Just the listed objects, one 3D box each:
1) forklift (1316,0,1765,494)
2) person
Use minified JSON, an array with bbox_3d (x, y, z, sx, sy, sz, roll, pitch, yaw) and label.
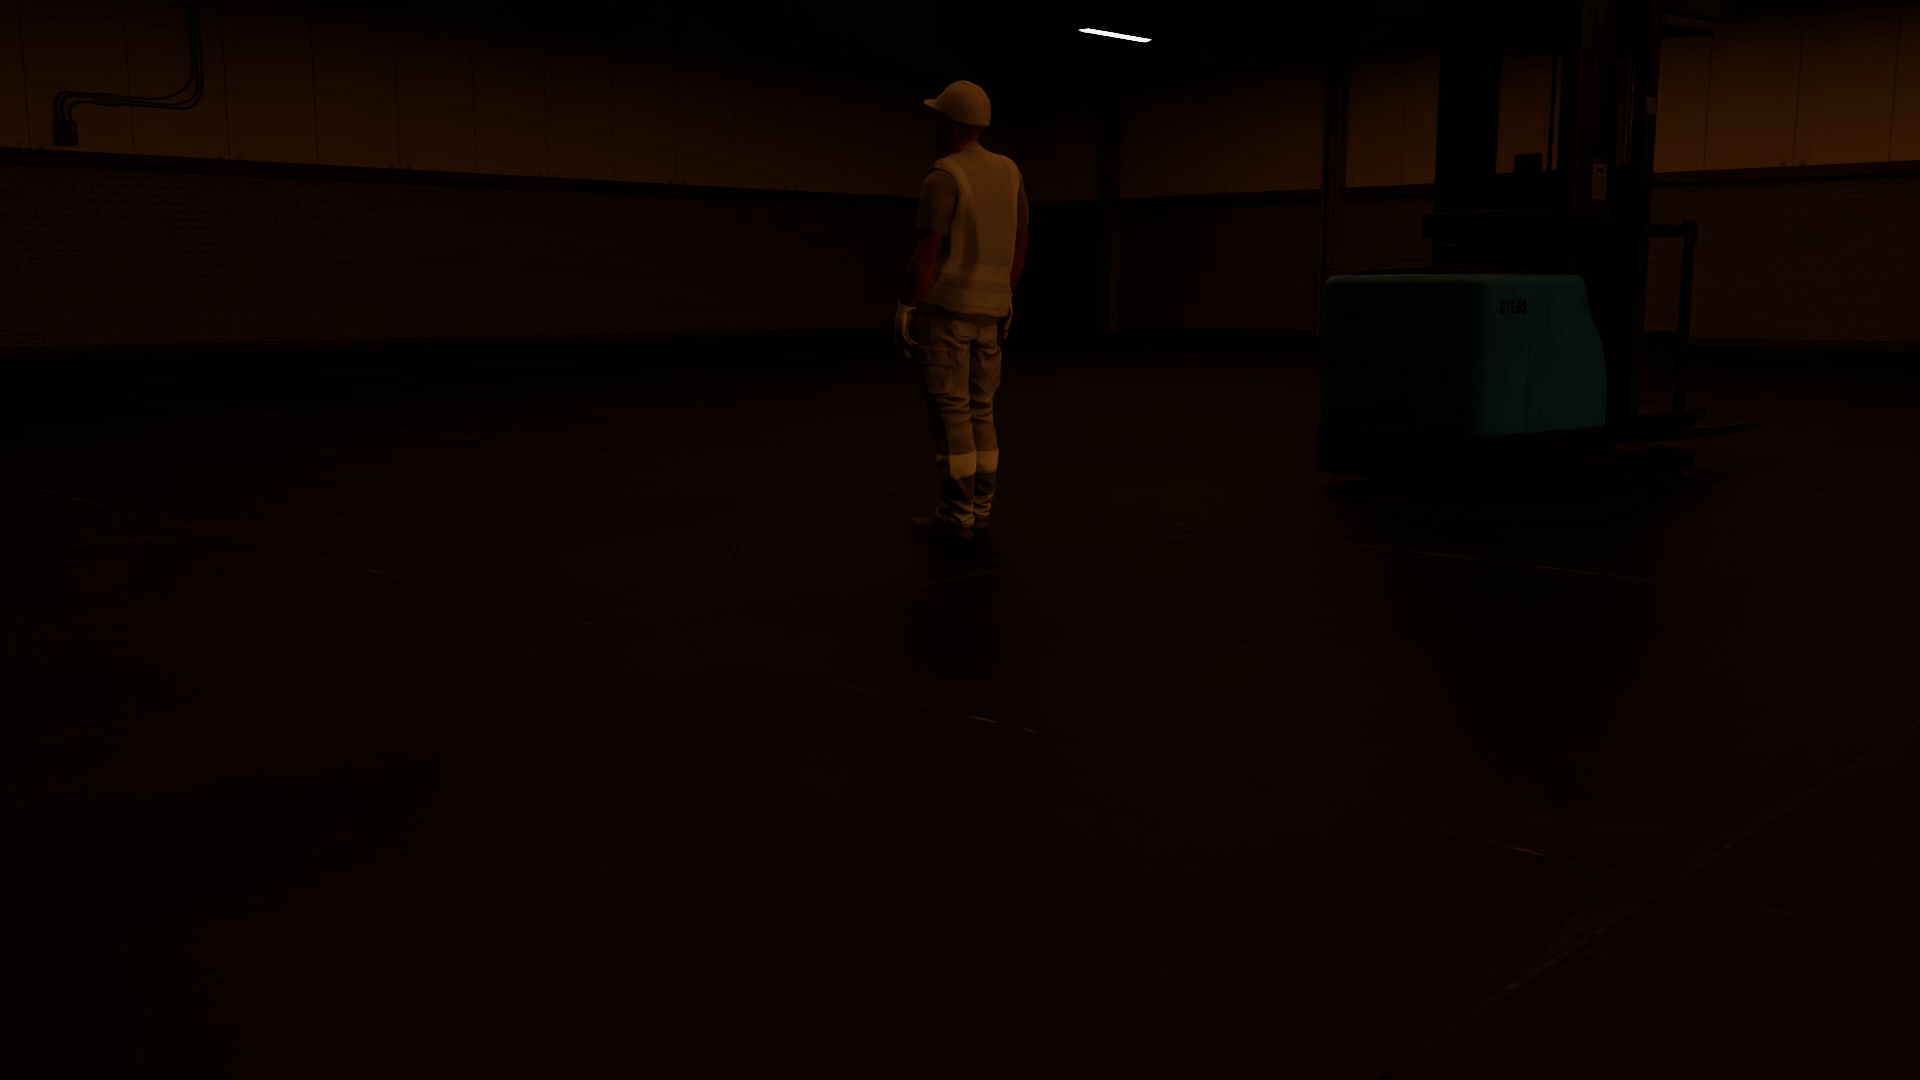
[{"bbox_3d":[3.337,-1.821,8.969,3.031,2.935,1.130,-6,11,-37],"label":"forklift"},{"bbox_3d":[-0.049,-0.902,6.647,0.564,1.787,0.637,8,12,43],"label":"person"}]
